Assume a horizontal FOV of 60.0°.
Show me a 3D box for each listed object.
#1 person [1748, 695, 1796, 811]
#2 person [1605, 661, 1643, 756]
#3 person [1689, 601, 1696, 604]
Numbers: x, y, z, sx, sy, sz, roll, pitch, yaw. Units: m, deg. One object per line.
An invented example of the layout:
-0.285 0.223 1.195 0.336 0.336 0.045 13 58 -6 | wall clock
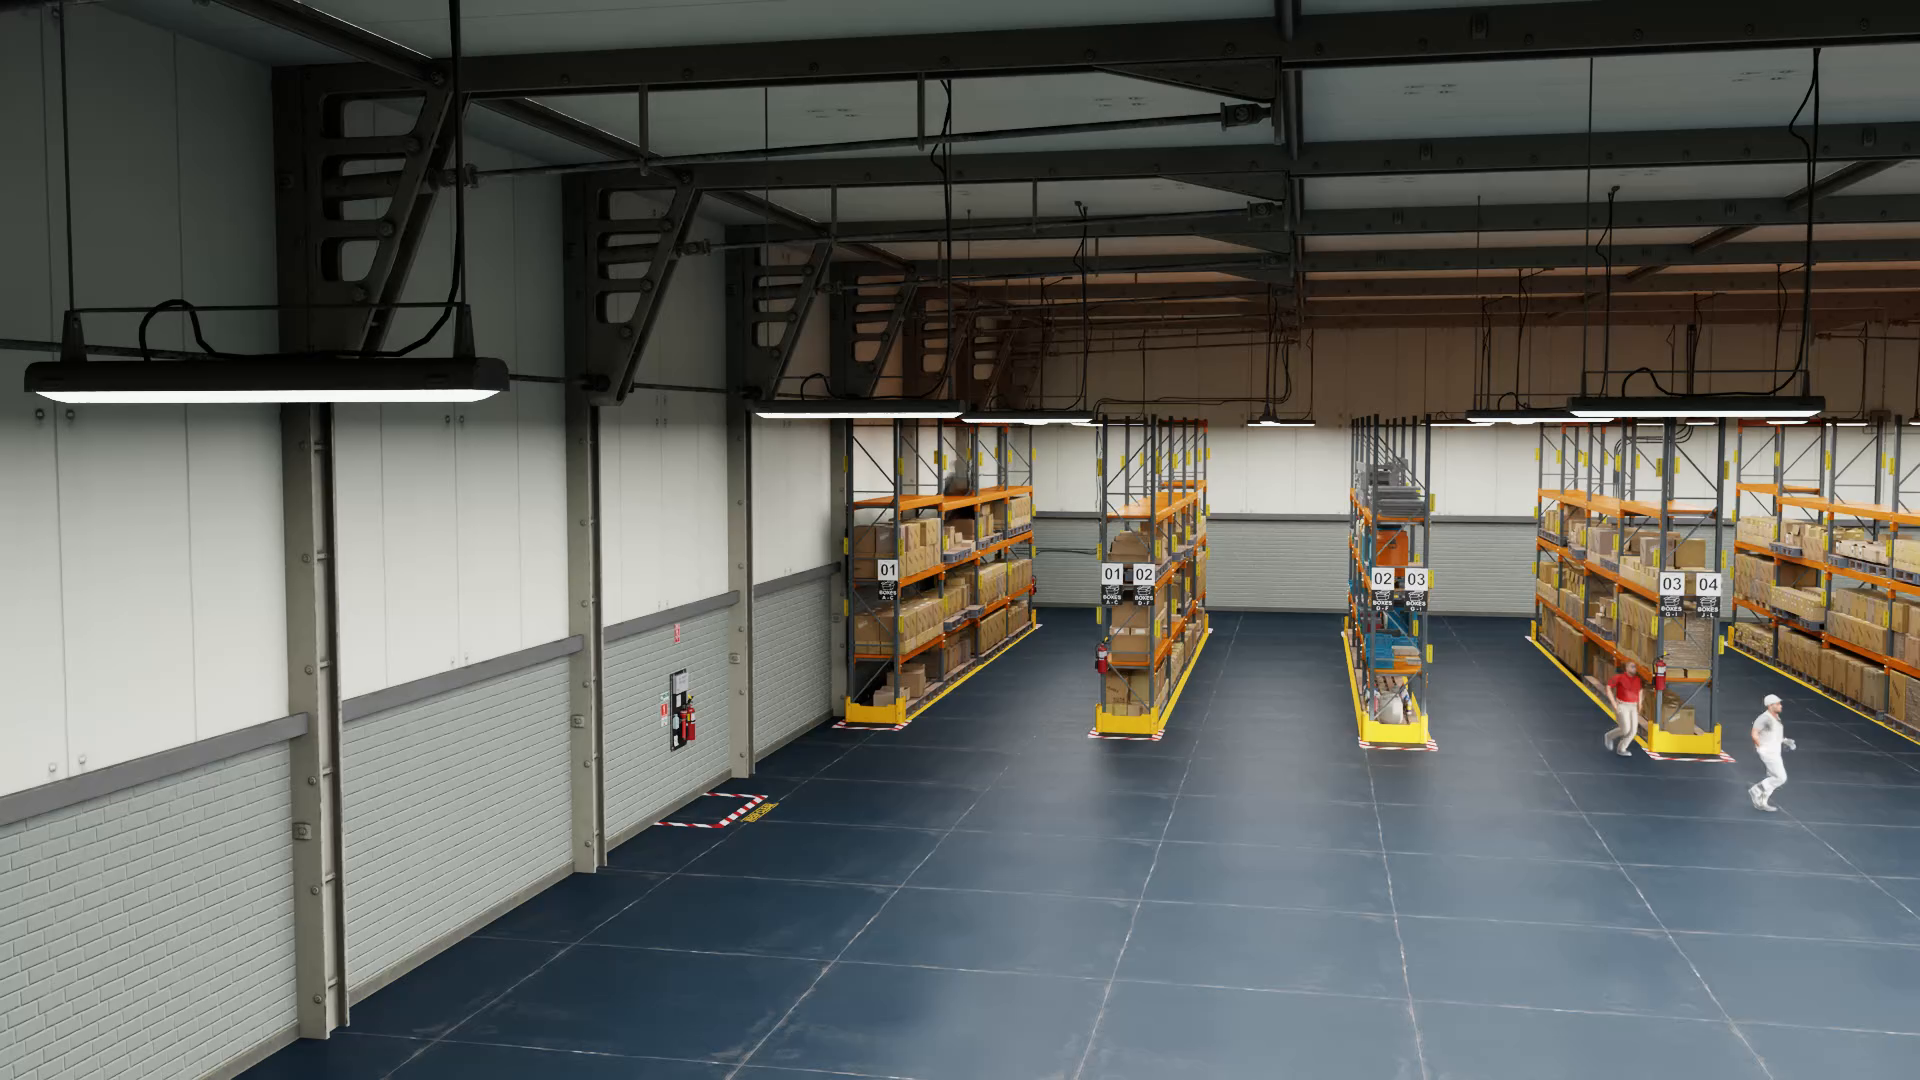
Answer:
12.165 3.186 24.908 0.584 1.749 0.669 3 5 39 | person
11.685 2.942 29.211 0.694 1.673 0.560 -1 4 -18 | person
19.073 1.960 43.768 0.721 1.681 0.930 2 4 32 | person
